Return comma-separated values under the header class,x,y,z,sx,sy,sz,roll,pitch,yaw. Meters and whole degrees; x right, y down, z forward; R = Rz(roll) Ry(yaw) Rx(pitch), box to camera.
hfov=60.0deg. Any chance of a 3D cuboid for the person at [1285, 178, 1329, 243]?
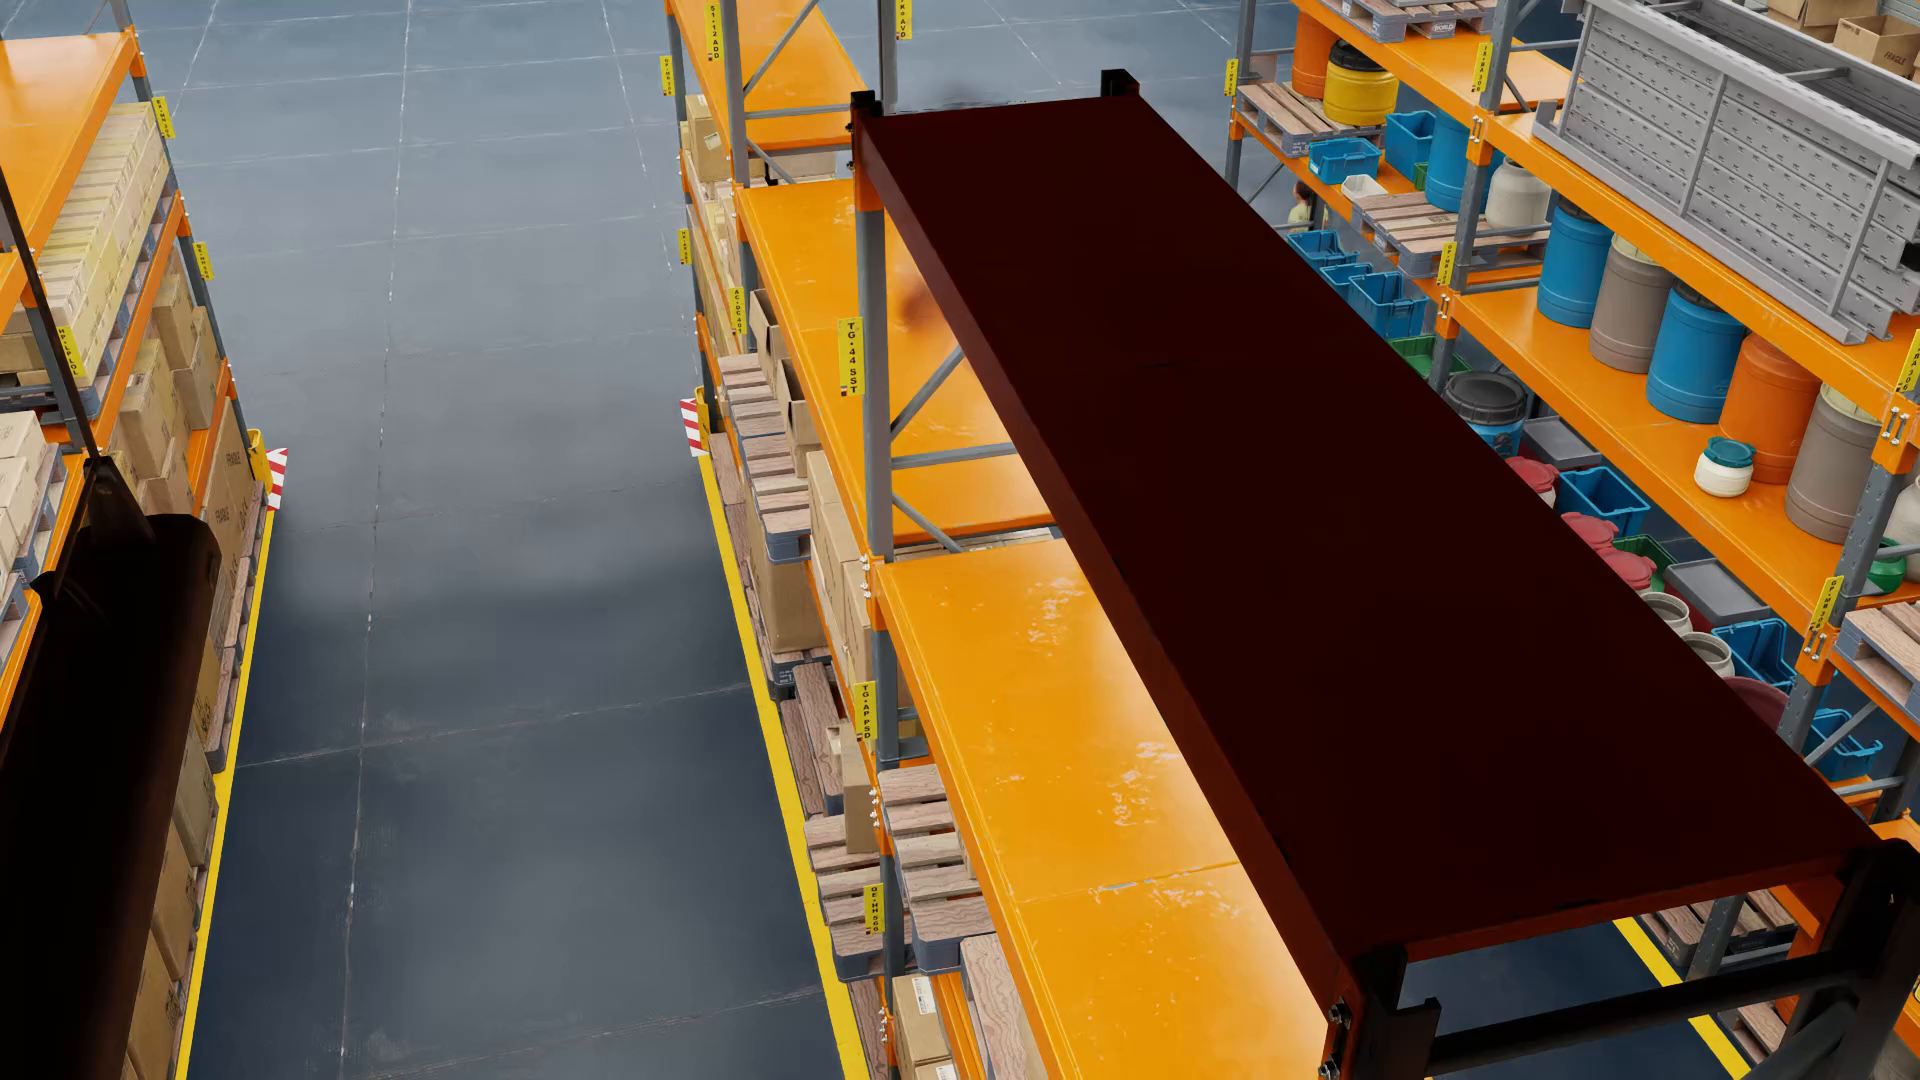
class,x,y,z,sx,sy,sz,roll,pitch,yaw
person,3.463,-2.927,16.961,0.689,1.575,0.655,-24,41,-30
